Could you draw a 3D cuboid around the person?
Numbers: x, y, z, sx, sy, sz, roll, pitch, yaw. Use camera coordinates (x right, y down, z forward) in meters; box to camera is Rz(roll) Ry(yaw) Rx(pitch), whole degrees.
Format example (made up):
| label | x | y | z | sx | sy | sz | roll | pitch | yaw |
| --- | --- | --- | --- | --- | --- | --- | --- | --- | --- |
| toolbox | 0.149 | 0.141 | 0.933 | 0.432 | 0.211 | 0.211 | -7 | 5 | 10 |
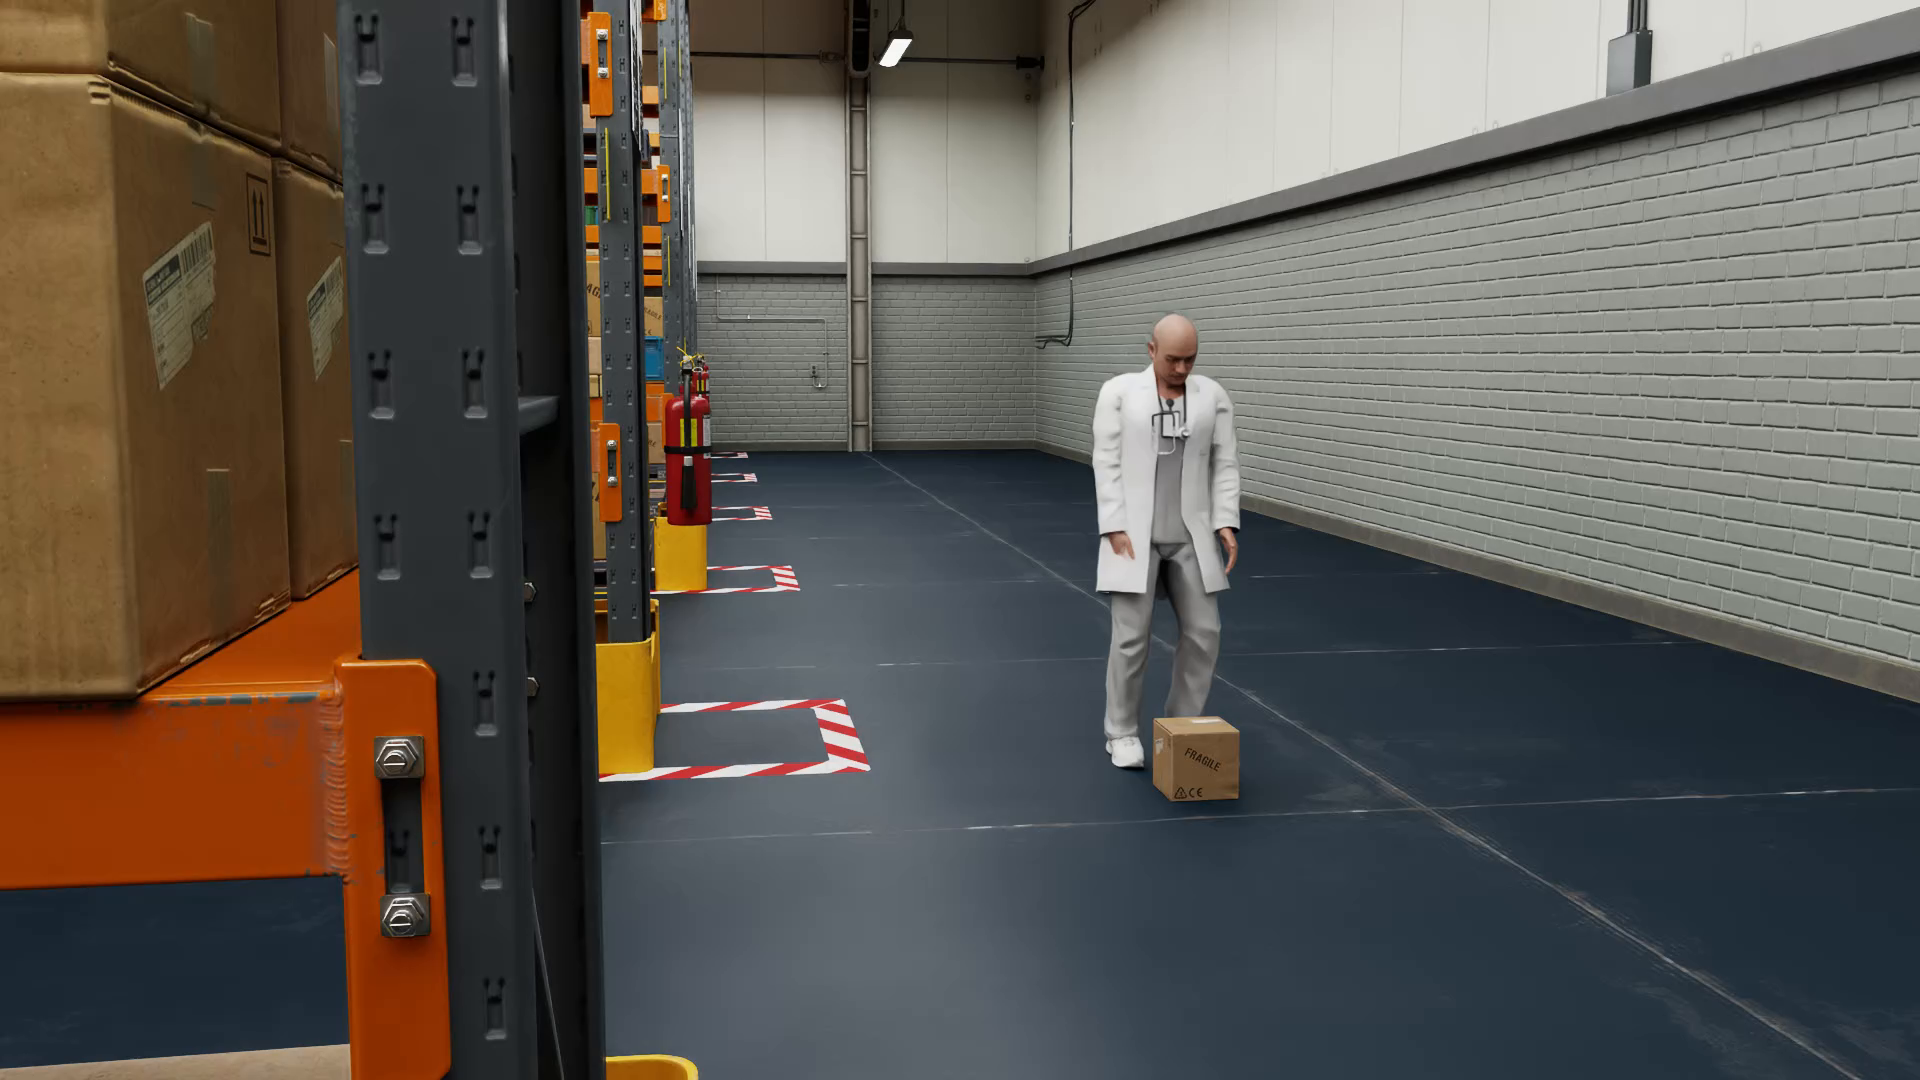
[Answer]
| label | x | y | z | sx | sy | sz | roll | pitch | yaw |
| --- | --- | --- | --- | --- | --- | --- | --- | --- | --- |
| person | 0.805 | 0.005 | 6.467 | 0.583 | 1.738 | 0.396 | -1 | 6 | -7 |
